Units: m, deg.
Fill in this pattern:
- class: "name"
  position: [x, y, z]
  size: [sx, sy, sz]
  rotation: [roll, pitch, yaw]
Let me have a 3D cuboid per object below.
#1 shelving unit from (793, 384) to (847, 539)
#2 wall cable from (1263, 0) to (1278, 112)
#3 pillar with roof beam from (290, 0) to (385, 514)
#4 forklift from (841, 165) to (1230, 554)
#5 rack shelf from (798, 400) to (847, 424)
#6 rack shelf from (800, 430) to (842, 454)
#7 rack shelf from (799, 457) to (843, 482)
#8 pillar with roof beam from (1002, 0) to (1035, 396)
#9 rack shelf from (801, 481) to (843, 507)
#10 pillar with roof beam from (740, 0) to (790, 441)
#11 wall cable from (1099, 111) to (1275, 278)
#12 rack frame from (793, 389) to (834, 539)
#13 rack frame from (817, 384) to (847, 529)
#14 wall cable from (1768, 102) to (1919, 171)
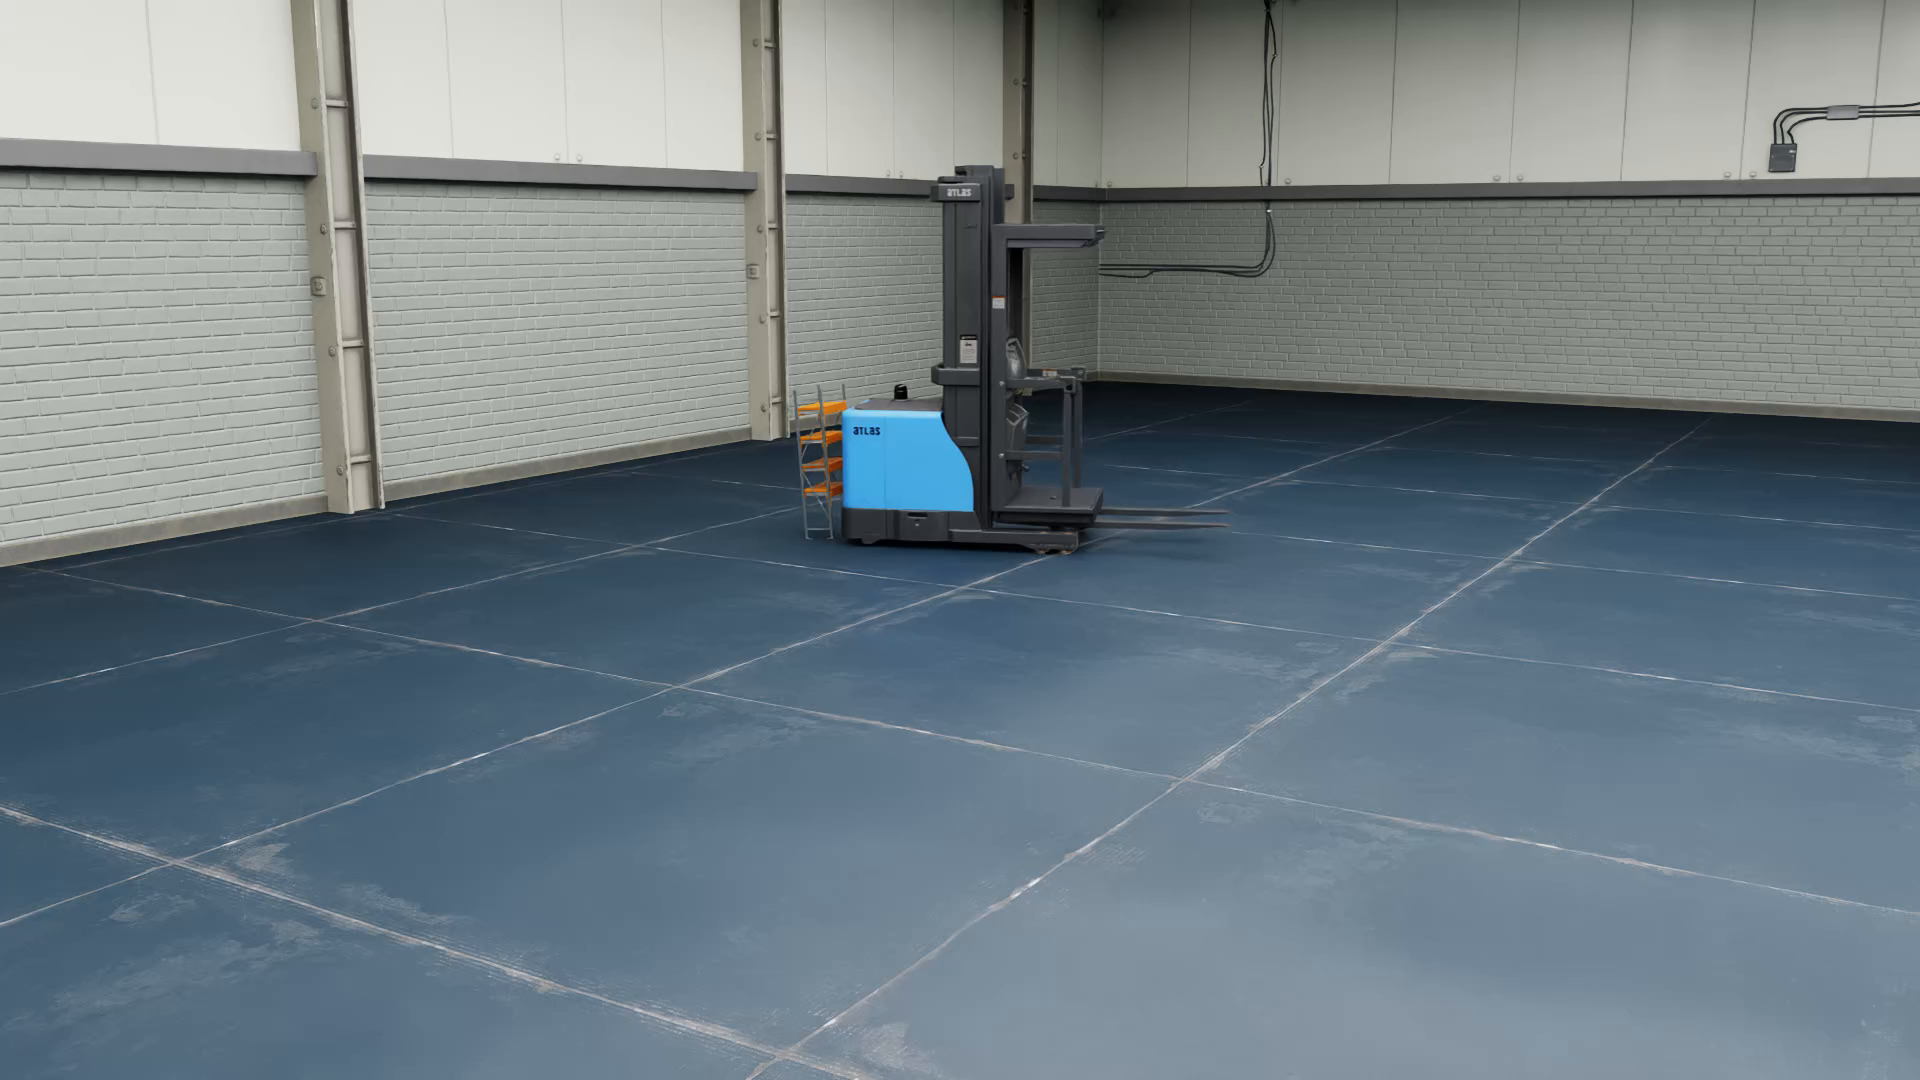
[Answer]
- class: "shelving unit"
  position: [-1.093, -0.642, 13.487]
  size: [0.258, 1.200, 0.503]
  rotation: [-1, 10, 18]
- class: "wall cable"
  position: [5.817, -7.618, 24.318]
  size: [3.097, 2.526, 0.112]
  rotation: [6, 12, 31]
- class: "pillar with roof beam"
  position: [-1.705, -4.285, 11.800]
  size: [9.100, 9.000, 0.400]
  rotation: [6, 12, 31]
- class: "forklift"
  position: [0.628, -1.437, 13.079]
  size: [3.031, 2.935, 1.130]
  rotation: [2, 11, 9]
- class: "rack shelf"
  position: [-1.119, -1.028, 13.424]
  size: [0.258, 0.148, 0.480]
  rotation: [-1, 10, 18]
- class: "rack shelf"
  position: [-1.103, -0.796, 13.462]
  size: [0.258, 0.148, 0.480]
  rotation: [-1, 10, 18]
- class: "rack shelf"
  position: [-1.088, -0.575, 13.498]
  size: [0.258, 0.148, 0.480]
  rotation: [-1, 10, 18]
- class: "pillar with roof beam"
  position: [4.525, -6.172, 21.881]
  size: [9.100, 9.000, 0.400]
  rotation: [6, 12, 31]
- class: "rack shelf"
  position: [-1.074, -0.380, 13.530]
  size: [0.258, 0.148, 0.480]
  rotation: [-1, 10, 18]
- class: "pillar with roof beam"
  position: [1.410, -5.228, 16.840]
  size: [9.100, 9.000, 0.400]
  rotation: [6, 12, 31]
- class: "wall cable"
  position: [3.505, -5.394, 26.164]
  size: [3.097, 2.526, 0.112]
  rotation: [6, 12, 31]
- class: "rack frame"
  position: [-1.168, -0.599, 13.259]
  size: [0.240, 1.200, 0.015]
  rotation: [-1, 10, 18]
- class: "rack frame"
  position: [-1.018, -0.684, 13.715]
  size: [0.240, 1.200, 0.015]
  rotation: [-1, 10, 18]
- class: "wall cable"
  position: [11.611, -7.682, 20.707]
  size: [2.305, 6.003, 0.169]
  rotation: [6, 12, 31]
